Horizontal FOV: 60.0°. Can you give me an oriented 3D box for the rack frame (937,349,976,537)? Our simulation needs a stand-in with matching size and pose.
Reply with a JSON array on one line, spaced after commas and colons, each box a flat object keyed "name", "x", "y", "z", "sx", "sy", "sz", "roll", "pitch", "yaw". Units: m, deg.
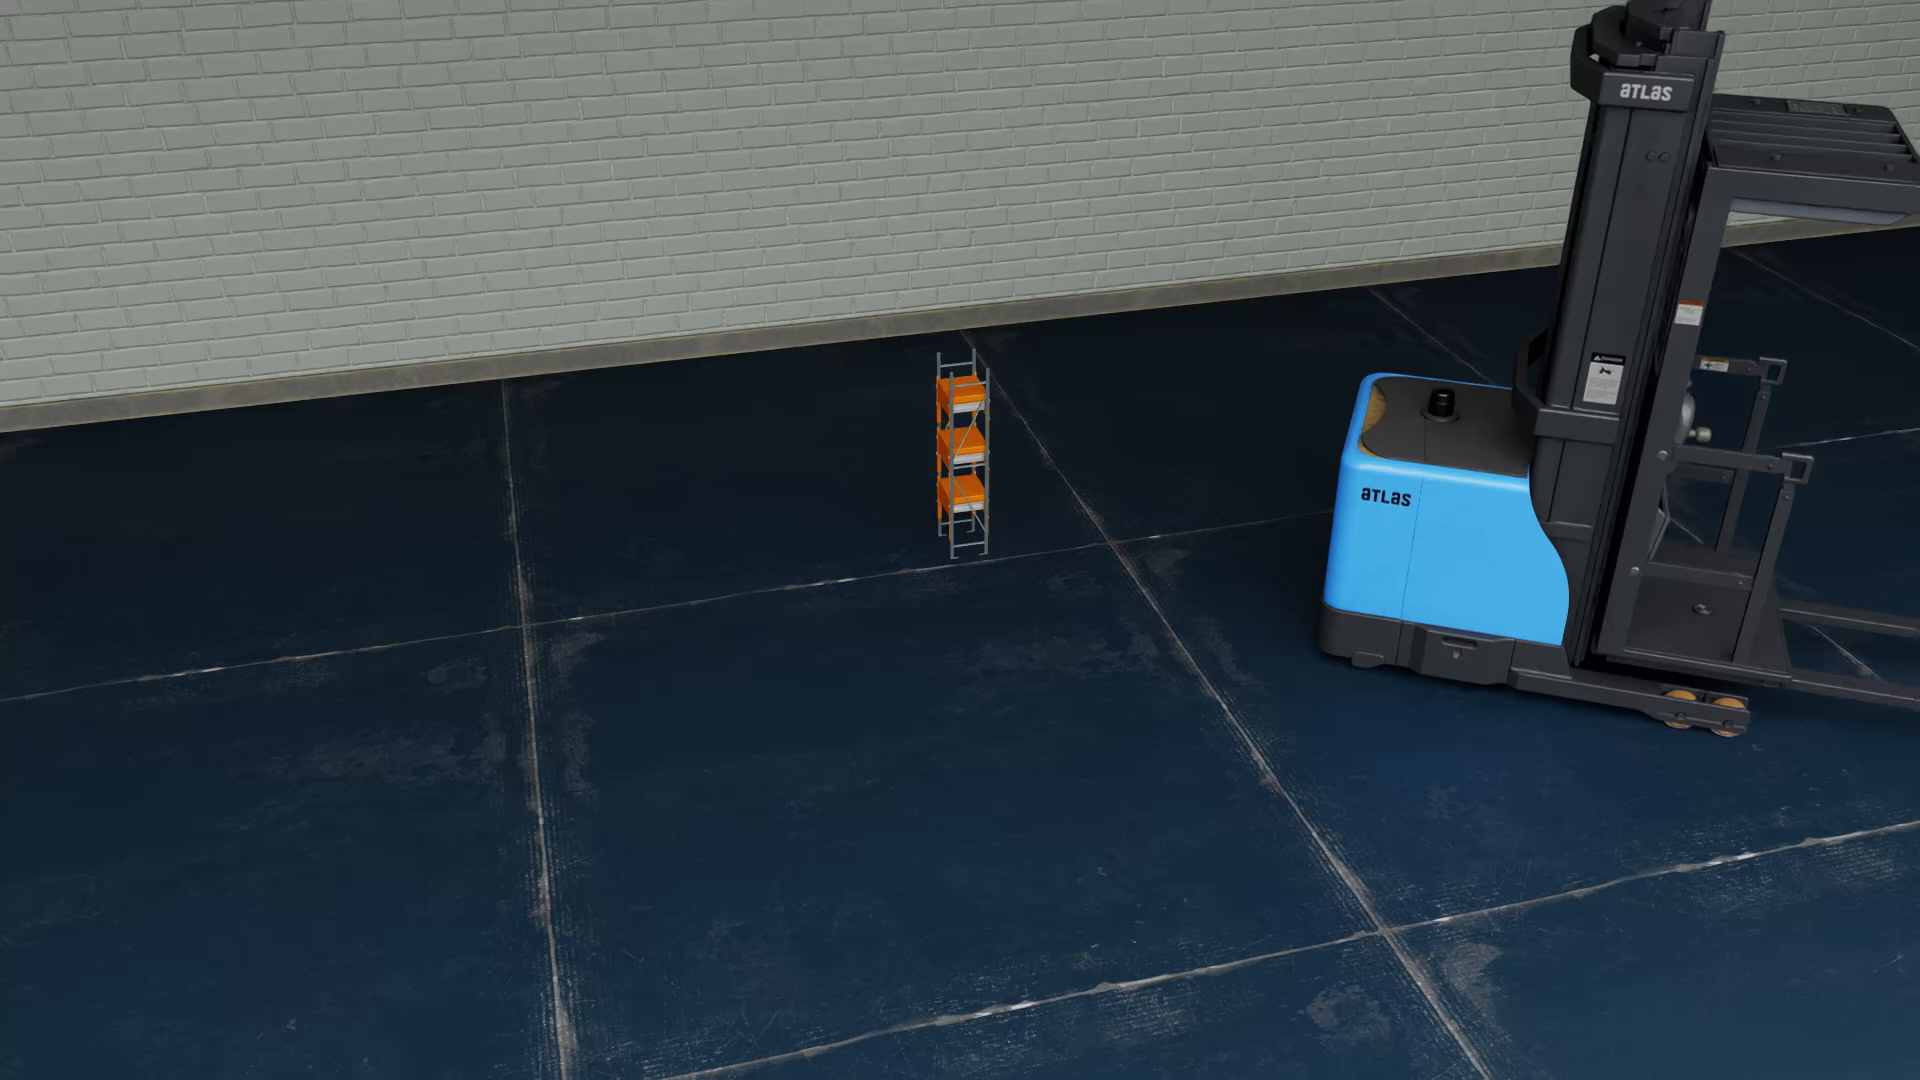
[{"name": "rack frame", "x": -0.018, "y": -0.487, "z": 8.544, "sx": 0.200, "sy": 1.050, "sz": 0.008, "roll": -8, "pitch": 31, "yaw": -13}]

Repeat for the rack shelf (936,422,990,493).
[{"name": "rack shelf", "x": 0.014, "y": -0.419, "z": 8.448, "sx": 0.215, "sy": 0.259, "sz": 0.240, "roll": -8, "pitch": 31, "yaw": -13}]

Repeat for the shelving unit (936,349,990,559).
[{"name": "shelving unit", "x": 0.014, "y": -0.429, "z": 8.442, "sx": 0.215, "sy": 1.050, "sz": 0.252, "roll": -8, "pitch": 31, "yaw": -13}]

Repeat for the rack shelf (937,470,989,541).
[{"name": "rack shelf", "x": 0.014, "y": -0.179, "z": 8.587, "sx": 0.215, "sy": 0.259, "sz": 0.240, "roll": -8, "pitch": 31, "yaw": -13}]

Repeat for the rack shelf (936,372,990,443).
[{"name": "rack shelf", "x": 0.014, "y": -0.665, "z": 8.306, "sx": 0.215, "sy": 0.259, "sz": 0.240, "roll": -8, "pitch": 31, "yaw": -13}]

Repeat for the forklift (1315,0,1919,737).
[{"name": "forklift", "x": 3.235, "y": -0.709, "z": 7.049, "sx": 3.031, "sy": 2.935, "sz": 1.130, "roll": 9, "pitch": 31, "yaw": 15}]

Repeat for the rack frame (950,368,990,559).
[{"name": "rack frame", "x": 0.047, "y": -0.370, "z": 8.341, "sx": 0.200, "sy": 1.050, "sz": 0.008, "roll": -8, "pitch": 31, "yaw": -13}]
